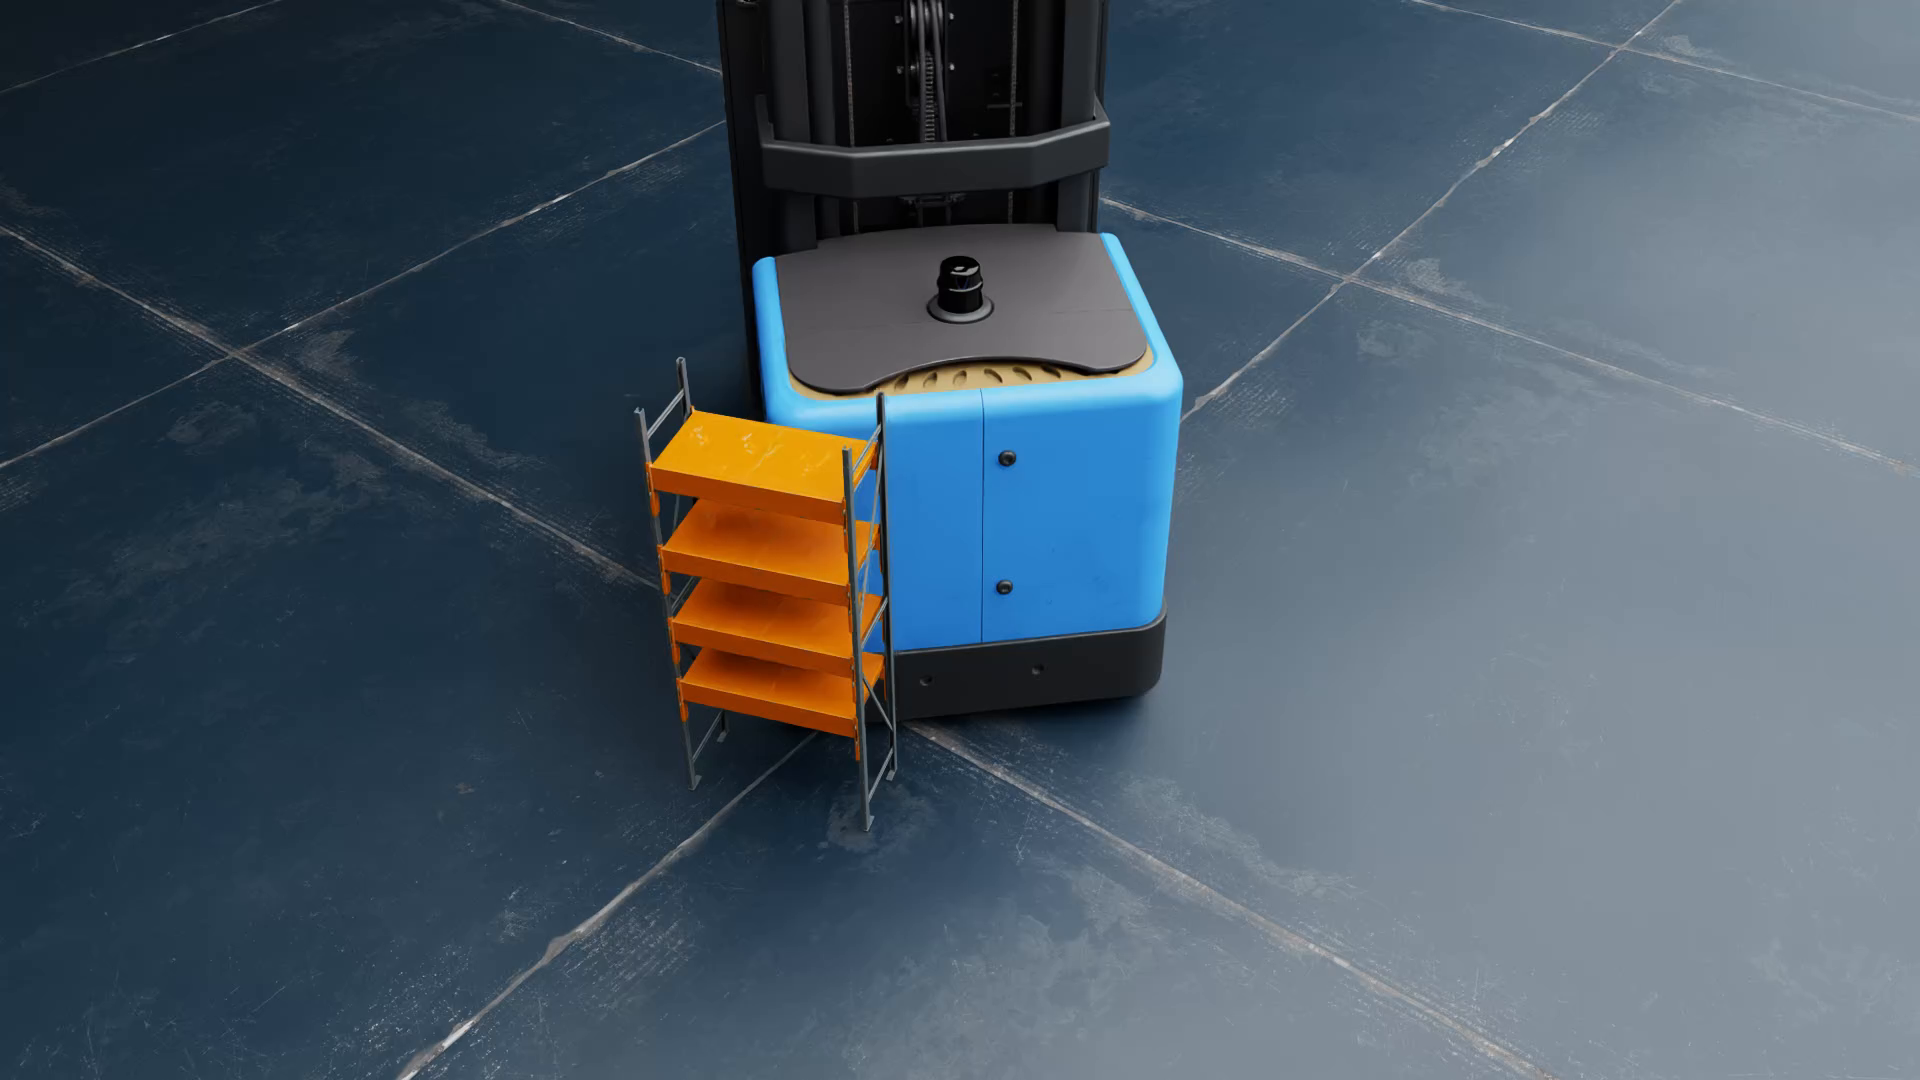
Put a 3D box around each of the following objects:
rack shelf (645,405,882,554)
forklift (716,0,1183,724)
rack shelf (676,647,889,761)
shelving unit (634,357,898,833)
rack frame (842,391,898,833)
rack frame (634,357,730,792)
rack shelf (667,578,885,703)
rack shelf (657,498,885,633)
[{"bbox_3d":[-0.444,-0.144,3.823,0.480,0.148,0.258,11,39,13],"label":"rack shelf"},{"bbox_3d":[-0.165,-1.552,4.855,1.130,2.935,3.031,-5,38,-7],"label":"forklift"},{"bbox_3d":[-0.444,0.375,4.229,0.480,0.148,0.258,11,39,13],"label":"rack shelf"},{"bbox_3d":[-0.444,0.166,4.065,0.503,1.200,0.258,11,39,13],"label":"shelving unit"},{"bbox_3d":[-0.210,0.210,4.009,0.015,1.200,0.240,11,39,13],"label":"rack frame"},{"bbox_3d":[-0.677,0.121,4.122,0.015,1.200,0.240,11,39,13],"label":"rack frame"},{"bbox_3d":[-0.444,0.219,4.107,0.480,0.148,0.258,11,39,13],"label":"rack shelf"},{"bbox_3d":[-0.444,0.042,3.969,0.480,0.148,0.258,11,39,13],"label":"rack shelf"}]
